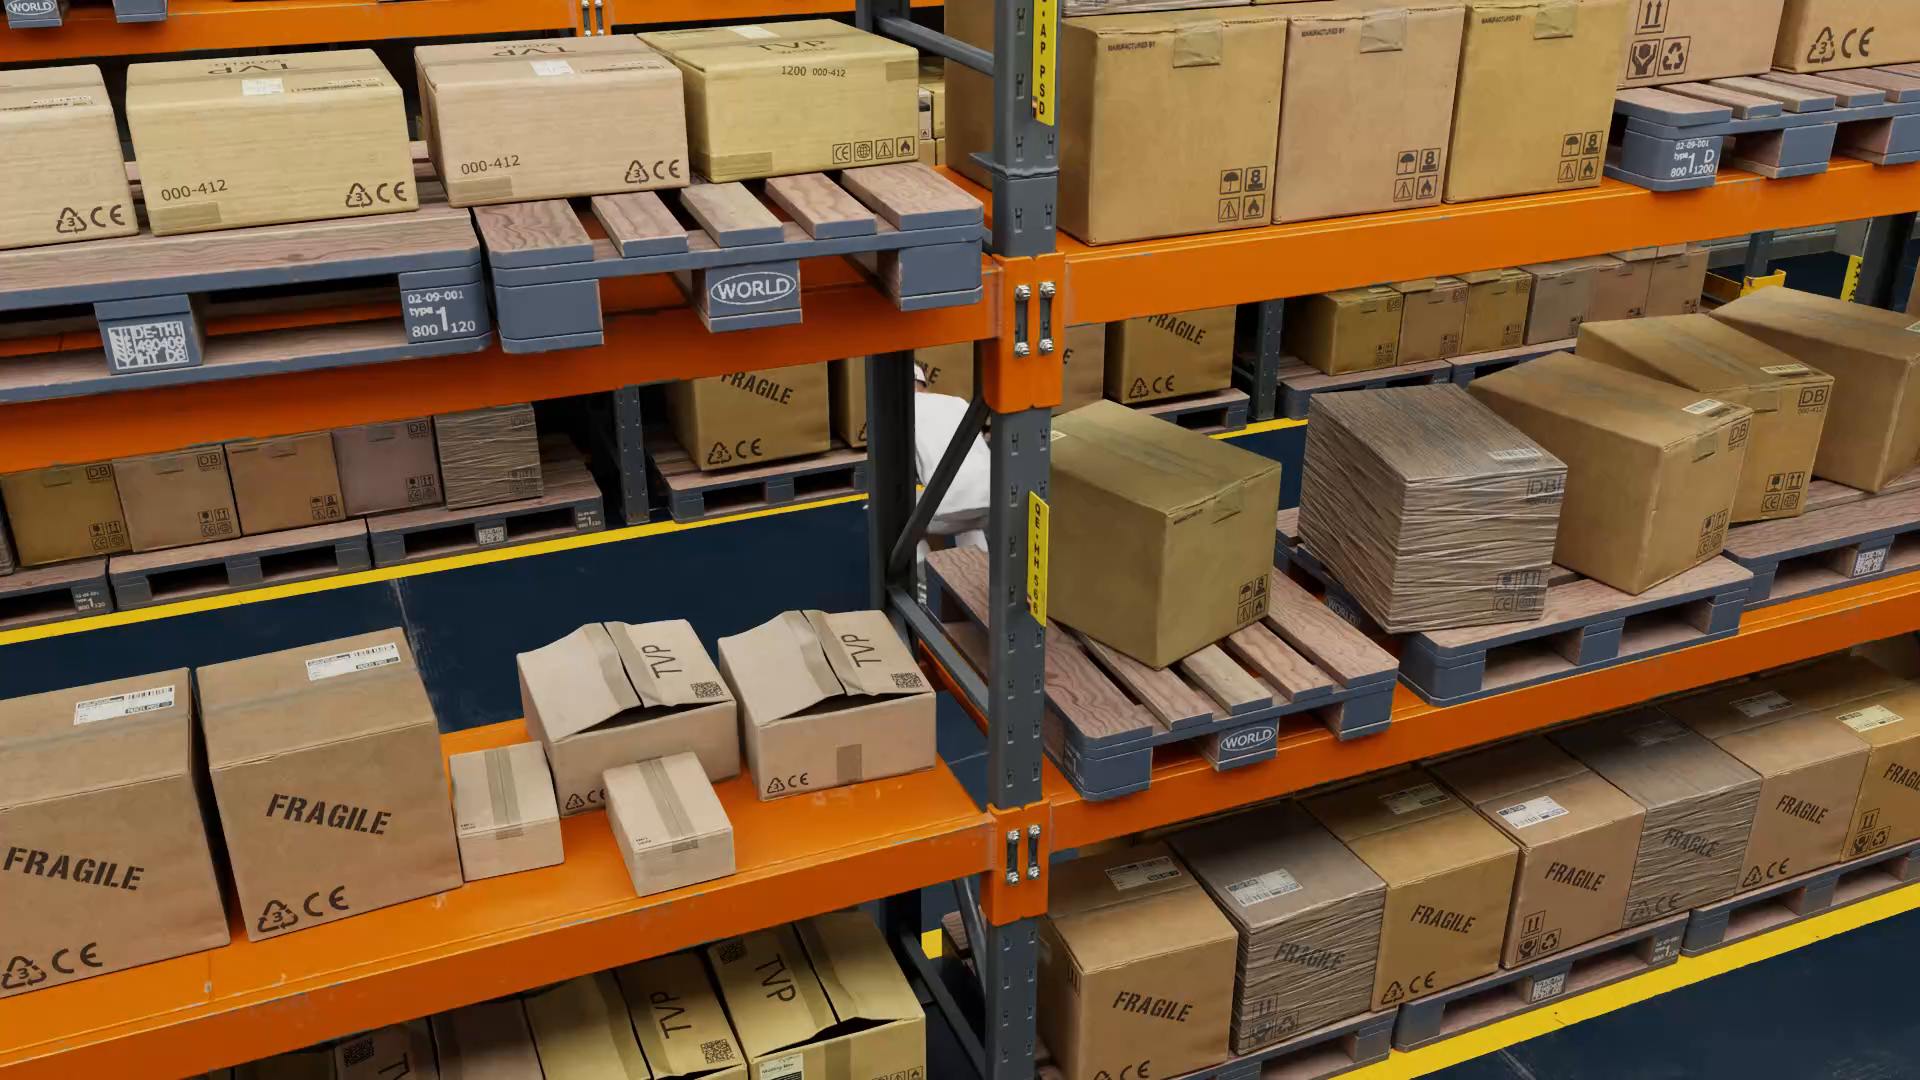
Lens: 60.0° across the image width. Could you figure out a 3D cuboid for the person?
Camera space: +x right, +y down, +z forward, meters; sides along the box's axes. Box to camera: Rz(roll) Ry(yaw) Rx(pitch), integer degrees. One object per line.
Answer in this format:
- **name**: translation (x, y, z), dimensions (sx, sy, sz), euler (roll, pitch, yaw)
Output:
- **person**: translation (-0.130, -0.237, 8.125), dimensions (0.583, 1.144, 0.858), euler (-10, 28, -21)
